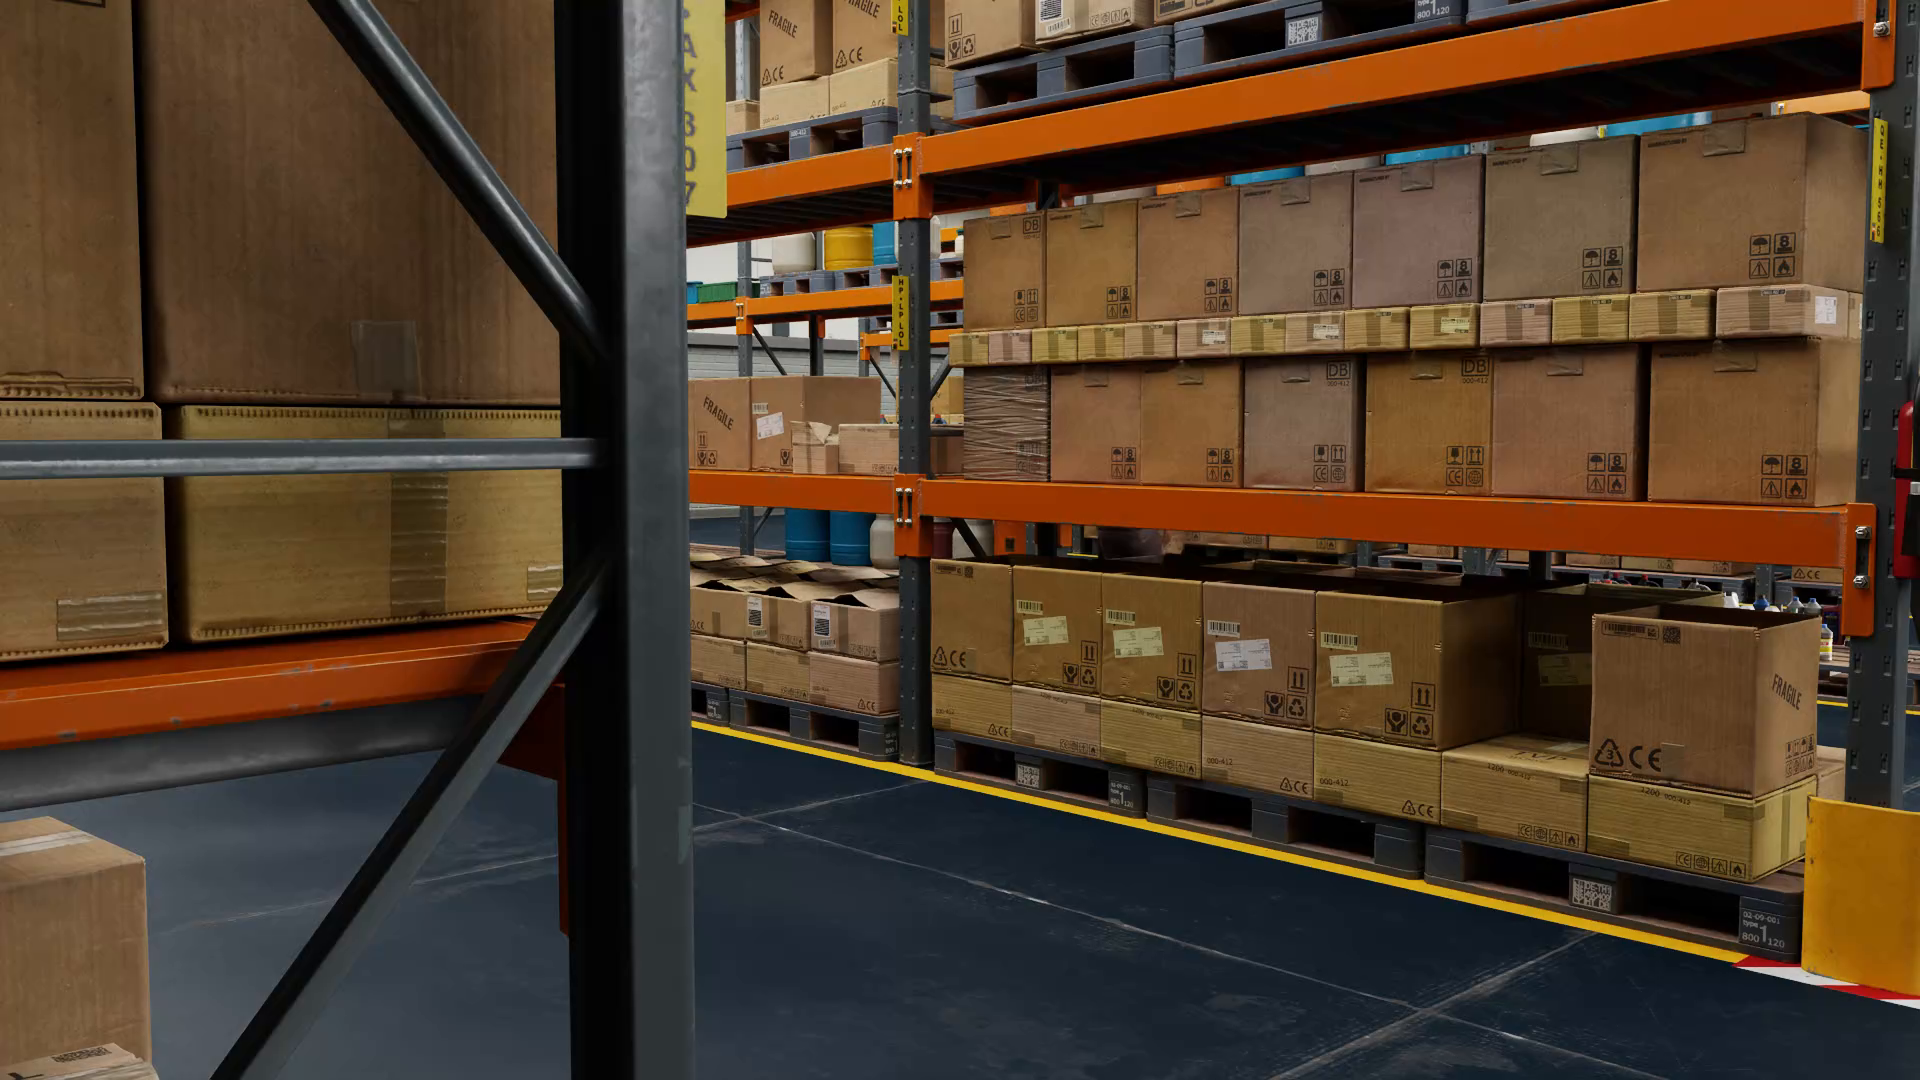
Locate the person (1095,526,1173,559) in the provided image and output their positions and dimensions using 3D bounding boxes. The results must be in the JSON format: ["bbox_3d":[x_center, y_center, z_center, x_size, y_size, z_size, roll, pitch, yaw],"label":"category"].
[{"bbox_3d":[1.109,-0.062,10.832,0.553,1.727,0.435,4,5,45],"label":"person"}]
